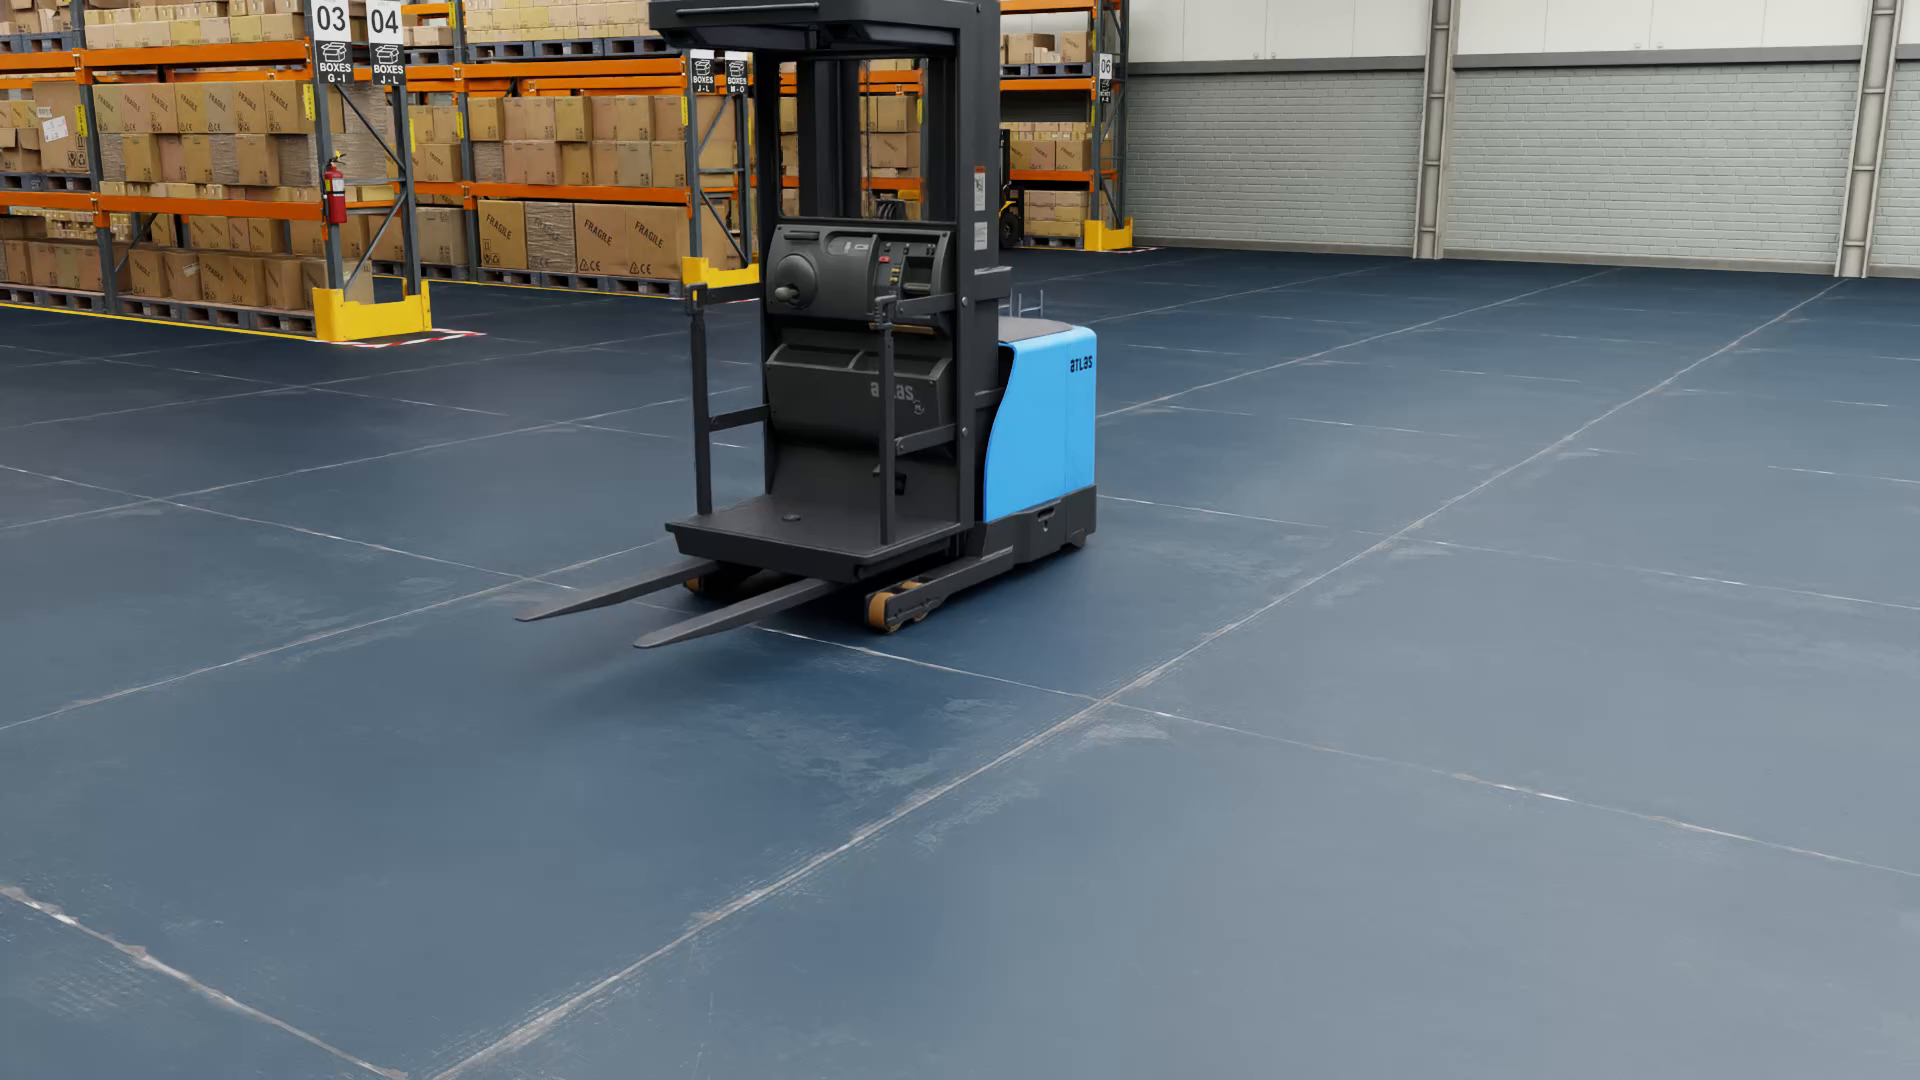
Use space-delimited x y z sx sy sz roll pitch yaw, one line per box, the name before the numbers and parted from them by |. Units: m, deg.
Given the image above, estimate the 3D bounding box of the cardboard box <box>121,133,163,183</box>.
cardboard box | -8.358 -4.079 17.733 0.500 0.500 0.875 9 17 33

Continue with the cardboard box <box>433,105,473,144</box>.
cardboard box | -6.655 -5.608 22.446 0.500 0.500 0.700 9 16 32

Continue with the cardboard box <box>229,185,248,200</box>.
cardboard box | -7.171 -3.536 16.889 0.250 0.149 0.380 9 17 33

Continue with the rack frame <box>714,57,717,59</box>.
rack frame | -3.561 -8.921 25.635 0.127 3.000 1.000 9 17 33

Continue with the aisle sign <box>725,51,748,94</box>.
aisle sign | -2.695 -5.784 20.038 0.004 0.787 0.394 9 17 33

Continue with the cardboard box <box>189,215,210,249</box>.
cardboard box | -11.531 -4.782 25.726 0.500 0.500 0.500 10 17 34

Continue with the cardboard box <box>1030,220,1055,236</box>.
cardboard box | 1.551 -5.401 28.746 0.500 0.250 0.500 9 17 33

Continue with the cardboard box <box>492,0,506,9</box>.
cardboard box | -5.706 -6.798 21.080 0.250 0.149 0.380 9 17 32

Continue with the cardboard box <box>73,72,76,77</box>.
cardboard box | -13.844 -7.546 26.634 0.500 0.250 0.500 9 17 33

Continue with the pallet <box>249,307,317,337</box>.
pallet | -6.491 -2.269 17.051 1.213 0.211 1.003 9 17 33

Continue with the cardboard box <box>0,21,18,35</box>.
cardboard box | -10.704 -5.811 18.926 0.250 0.166 0.380 9 16 31

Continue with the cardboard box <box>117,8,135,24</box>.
cardboard box | -8.521 -5.442 17.305 0.250 0.149 0.380 9 17 33

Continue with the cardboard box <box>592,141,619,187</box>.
cardboard box | -4.117 -4.755 20.978 0.550 0.550 0.875 9 17 33

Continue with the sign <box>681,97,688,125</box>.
sign | -3.235 -5.043 19.550 0.005 0.325 0.100 9 17 33

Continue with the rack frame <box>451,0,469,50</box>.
rack frame | -6.240 -7.921 21.593 0.127 3.000 1.000 9 17 33

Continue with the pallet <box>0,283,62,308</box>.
pallet | -10.756 -2.947 19.789 1.213 0.211 1.003 9 17 33

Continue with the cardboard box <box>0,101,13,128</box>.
cardboard box | -15.973 -7.183 28.190 0.500 0.500 0.500 9 17 32

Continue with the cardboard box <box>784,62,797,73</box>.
cardboard box | -2.419 -7.062 24.890 0.250 0.149 0.380 9 16 32

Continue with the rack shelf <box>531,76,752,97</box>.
rack shelf | -5.221 -7.384 27.165 4.000 0.370 1.077 9 17 33

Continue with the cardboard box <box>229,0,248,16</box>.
cardboard box | -6.838 -5.151 16.127 0.250 0.149 0.380 9 17 33

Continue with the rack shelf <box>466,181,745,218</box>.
rack shelf | -4.581 -4.391 21.317 4.000 0.370 1.077 9 17 33

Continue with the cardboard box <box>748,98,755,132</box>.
cardboard box | -2.906 -6.512 25.480 0.500 0.500 0.700 9 17 33

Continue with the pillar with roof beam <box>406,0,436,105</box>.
pillar with roof beam | -14.888 -11.204 34.855 0.400 9.000 9.100 9 17 33

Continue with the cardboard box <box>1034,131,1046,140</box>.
cardboard box | 1.472 -6.928 28.509 0.250 0.149 0.380 9 17 32

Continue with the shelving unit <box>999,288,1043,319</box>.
shelving unit | 0.278 -0.679 8.569 0.189 1.200 0.258 9 16 31

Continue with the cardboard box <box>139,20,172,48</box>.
cardboard box | -8.014 -5.166 17.021 0.500 0.250 0.500 8 16 31

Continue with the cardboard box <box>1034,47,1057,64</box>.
cardboard box | 1.457 -8.191 28.124 0.258 0.266 0.396 9 17 33

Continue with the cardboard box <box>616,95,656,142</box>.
cardboard box | -3.715 -5.182 20.455 0.550 0.550 0.875 9 17 33

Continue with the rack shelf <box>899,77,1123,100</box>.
rack shelf | 0.865 -7.838 28.998 4.000 0.370 1.077 9 17 33

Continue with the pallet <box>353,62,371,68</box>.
pallet | -8.066 -6.684 23.233 1.213 0.211 1.003 10 17 35

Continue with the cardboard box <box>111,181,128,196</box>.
cardboard box | -8.881 -3.786 17.899 0.250 0.149 0.380 9 17 33

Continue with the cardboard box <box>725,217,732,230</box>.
cardboard box | -3.998 -5.007 26.903 0.625 0.372 0.950 9 17 34

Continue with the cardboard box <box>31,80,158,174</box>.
cardboard box | -9.673 -4.663 18.794 1.000 1.000 1.000 9 17 33

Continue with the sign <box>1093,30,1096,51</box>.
sign | 2.210 -8.204 27.302 0.005 0.325 0.100 9 17 33

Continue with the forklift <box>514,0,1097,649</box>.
forklift | -0.560 -1.175 6.968 1.130 2.935 3.031 9 17 32

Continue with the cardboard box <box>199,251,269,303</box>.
cardboard box | -7.744 -2.819 17.797 0.500 0.500 0.500 8 16 28

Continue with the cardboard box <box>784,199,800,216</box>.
cardboard box | -2.342 -4.970 25.445 0.500 0.500 0.500 10 17 36

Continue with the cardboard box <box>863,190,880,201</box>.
cardboard box | -1.395 -5.112 24.669 0.250 0.149 0.380 10 17 34

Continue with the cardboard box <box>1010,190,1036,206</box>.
cardboard box | 1.117 -5.950 28.884 0.500 0.250 0.500 9 17 34

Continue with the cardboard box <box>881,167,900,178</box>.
cardboard box | -0.944 -5.370 24.297 0.250 0.149 0.380 9 16 32

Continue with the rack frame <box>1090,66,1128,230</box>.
rack frame | 2.525 -6.463 28.189 0.127 3.000 1.000 9 17 33

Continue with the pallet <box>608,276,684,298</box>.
pallet | -3.628 -3.210 20.852 1.213 0.211 1.003 9 17 33

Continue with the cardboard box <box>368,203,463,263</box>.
cardboard box | -7.604 -4.316 23.323 0.750 0.750 1.050 9 17 33

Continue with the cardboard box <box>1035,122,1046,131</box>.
cardboard box | 1.491 -7.081 28.511 0.250 0.149 0.380 9 17 33

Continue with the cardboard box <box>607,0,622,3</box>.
cardboard box | -4.025 -6.526 19.982 0.250 0.149 0.380 10 17 34

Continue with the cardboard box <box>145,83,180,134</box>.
cardboard box | -8.030 -4.467 17.216 0.500 0.500 0.500 9 17 33

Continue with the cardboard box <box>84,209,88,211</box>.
cardboard box | -14.721 -5.579 28.440 0.250 0.149 0.380 10 17 35

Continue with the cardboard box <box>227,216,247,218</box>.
cardboard box | -10.698 -5.004 25.065 0.500 0.250 0.500 9 17 34

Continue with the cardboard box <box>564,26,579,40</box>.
cardboard box | -4.651 -6.240 20.488 0.250 0.149 0.380 9 17 33

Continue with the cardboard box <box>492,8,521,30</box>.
cardboard box | -5.571 -6.600 21.111 0.500 0.250 0.500 9 17 32

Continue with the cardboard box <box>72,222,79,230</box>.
cardboard box | -14.565 -5.259 27.764 0.250 0.149 0.380 10 17 35
